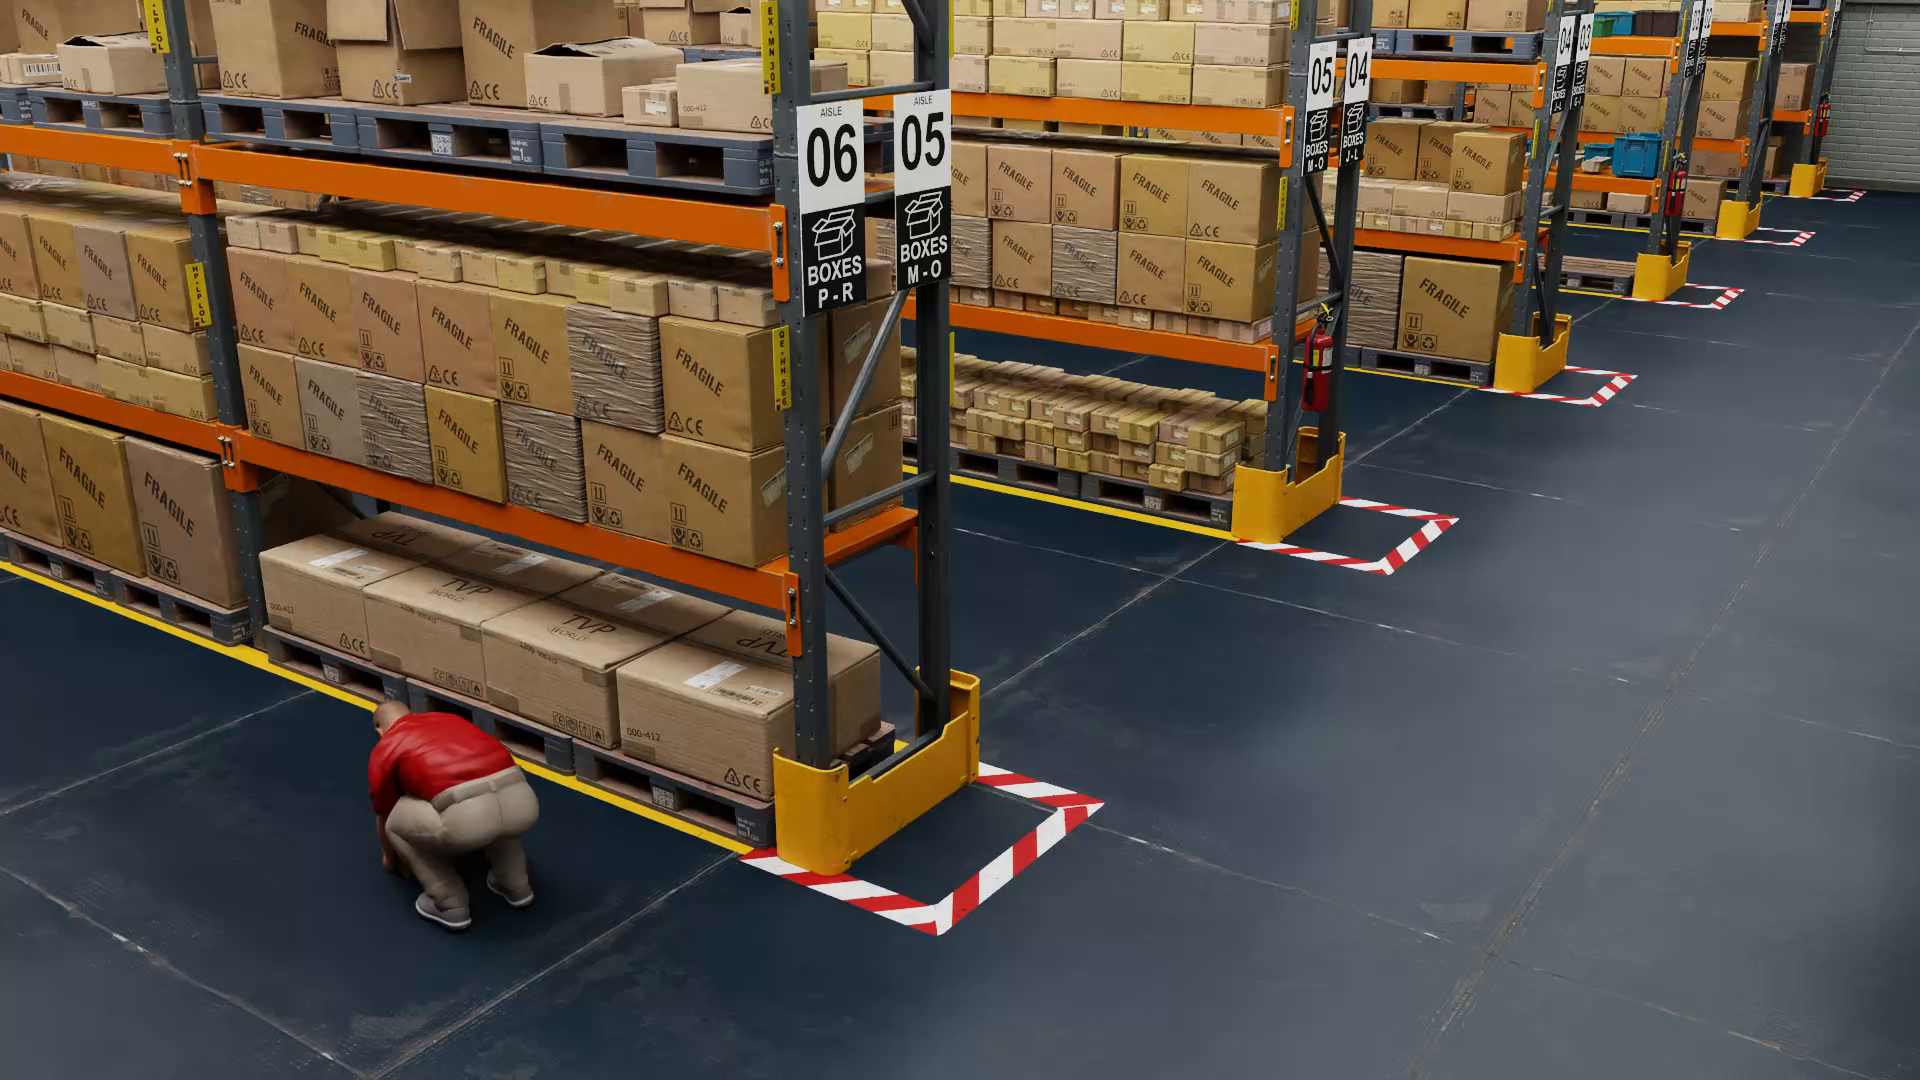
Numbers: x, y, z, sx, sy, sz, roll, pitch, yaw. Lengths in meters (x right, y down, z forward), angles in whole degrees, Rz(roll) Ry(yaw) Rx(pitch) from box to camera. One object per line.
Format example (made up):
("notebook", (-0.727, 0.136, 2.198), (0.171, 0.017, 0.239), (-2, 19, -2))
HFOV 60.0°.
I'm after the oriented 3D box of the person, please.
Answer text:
("person", (-2.119, 1.128, 6.910), (0.527, 0.780, 0.936), (-17, 26, -39))
